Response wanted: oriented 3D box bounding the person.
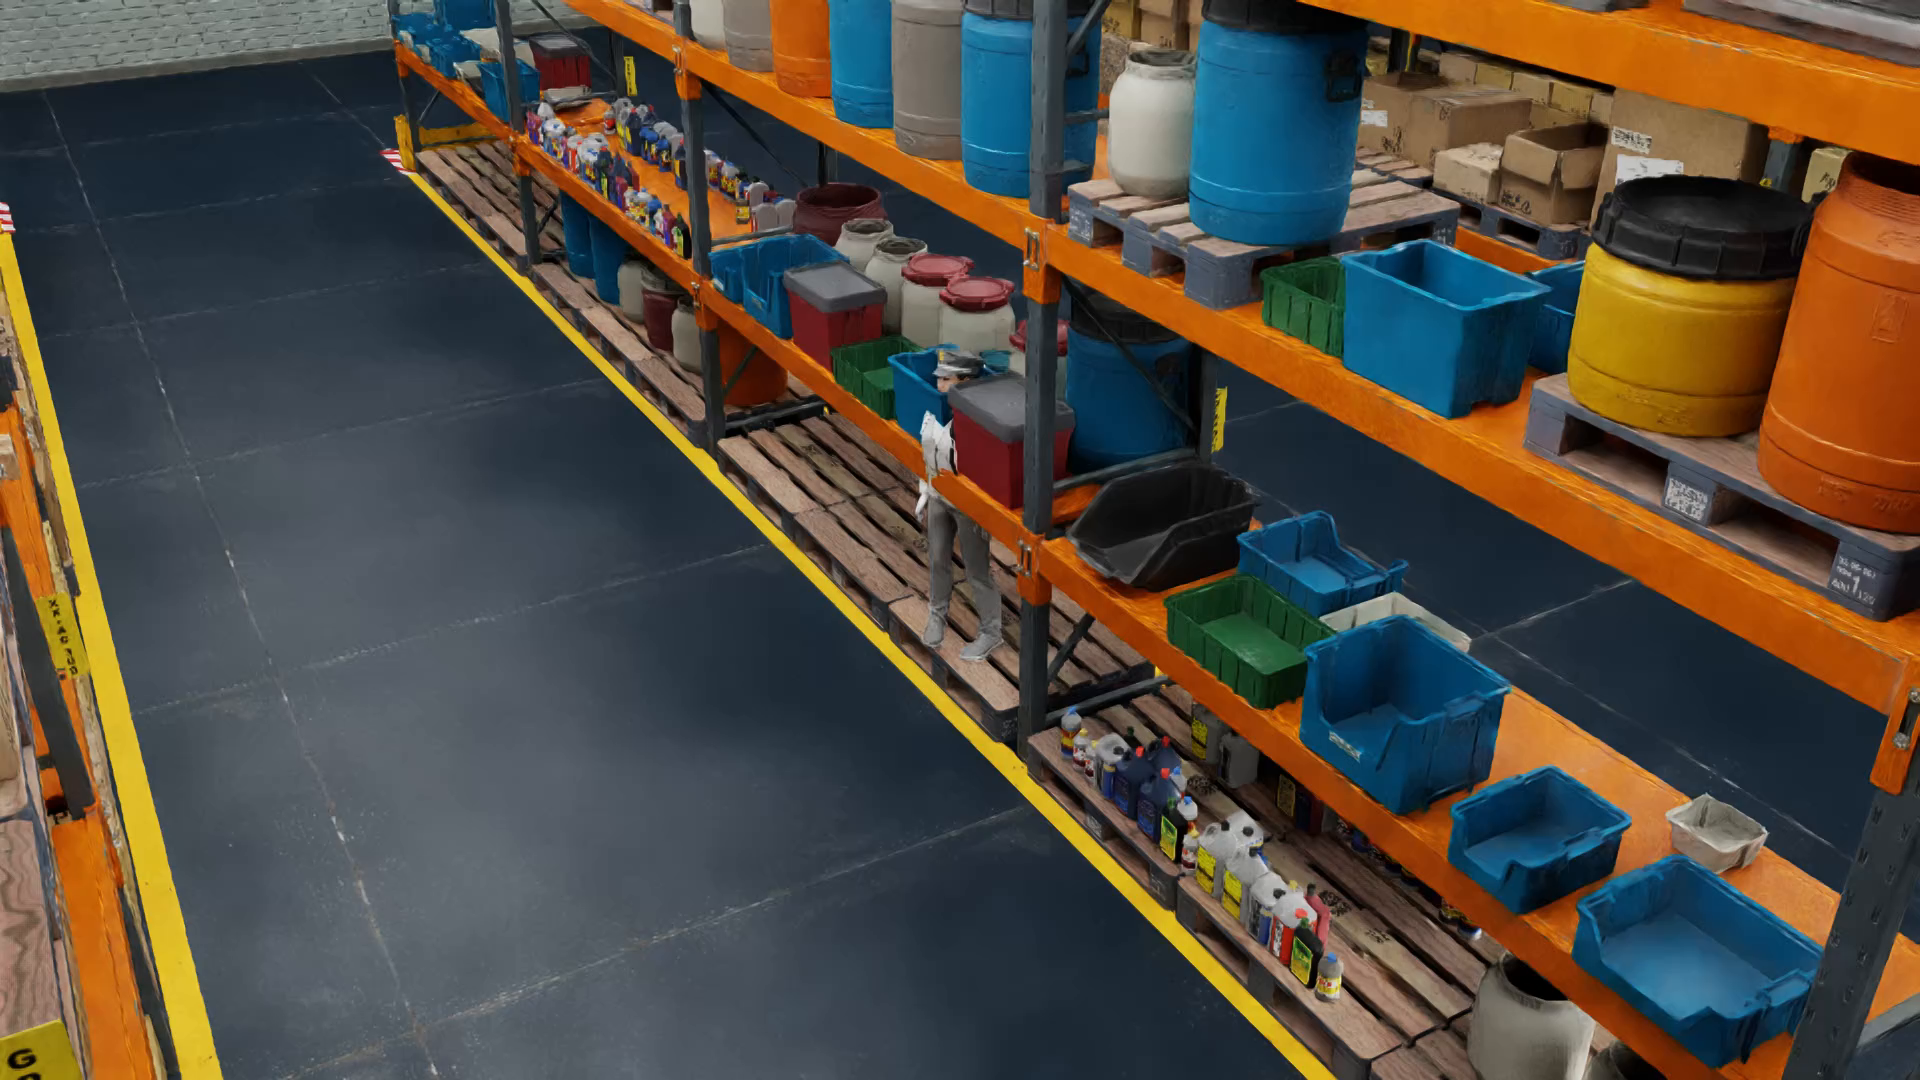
[{"bbox_3d":[-0.010,-0.197,8.526,0.362,1.689,0.493,-24,37,-37],"label":"person"}]
